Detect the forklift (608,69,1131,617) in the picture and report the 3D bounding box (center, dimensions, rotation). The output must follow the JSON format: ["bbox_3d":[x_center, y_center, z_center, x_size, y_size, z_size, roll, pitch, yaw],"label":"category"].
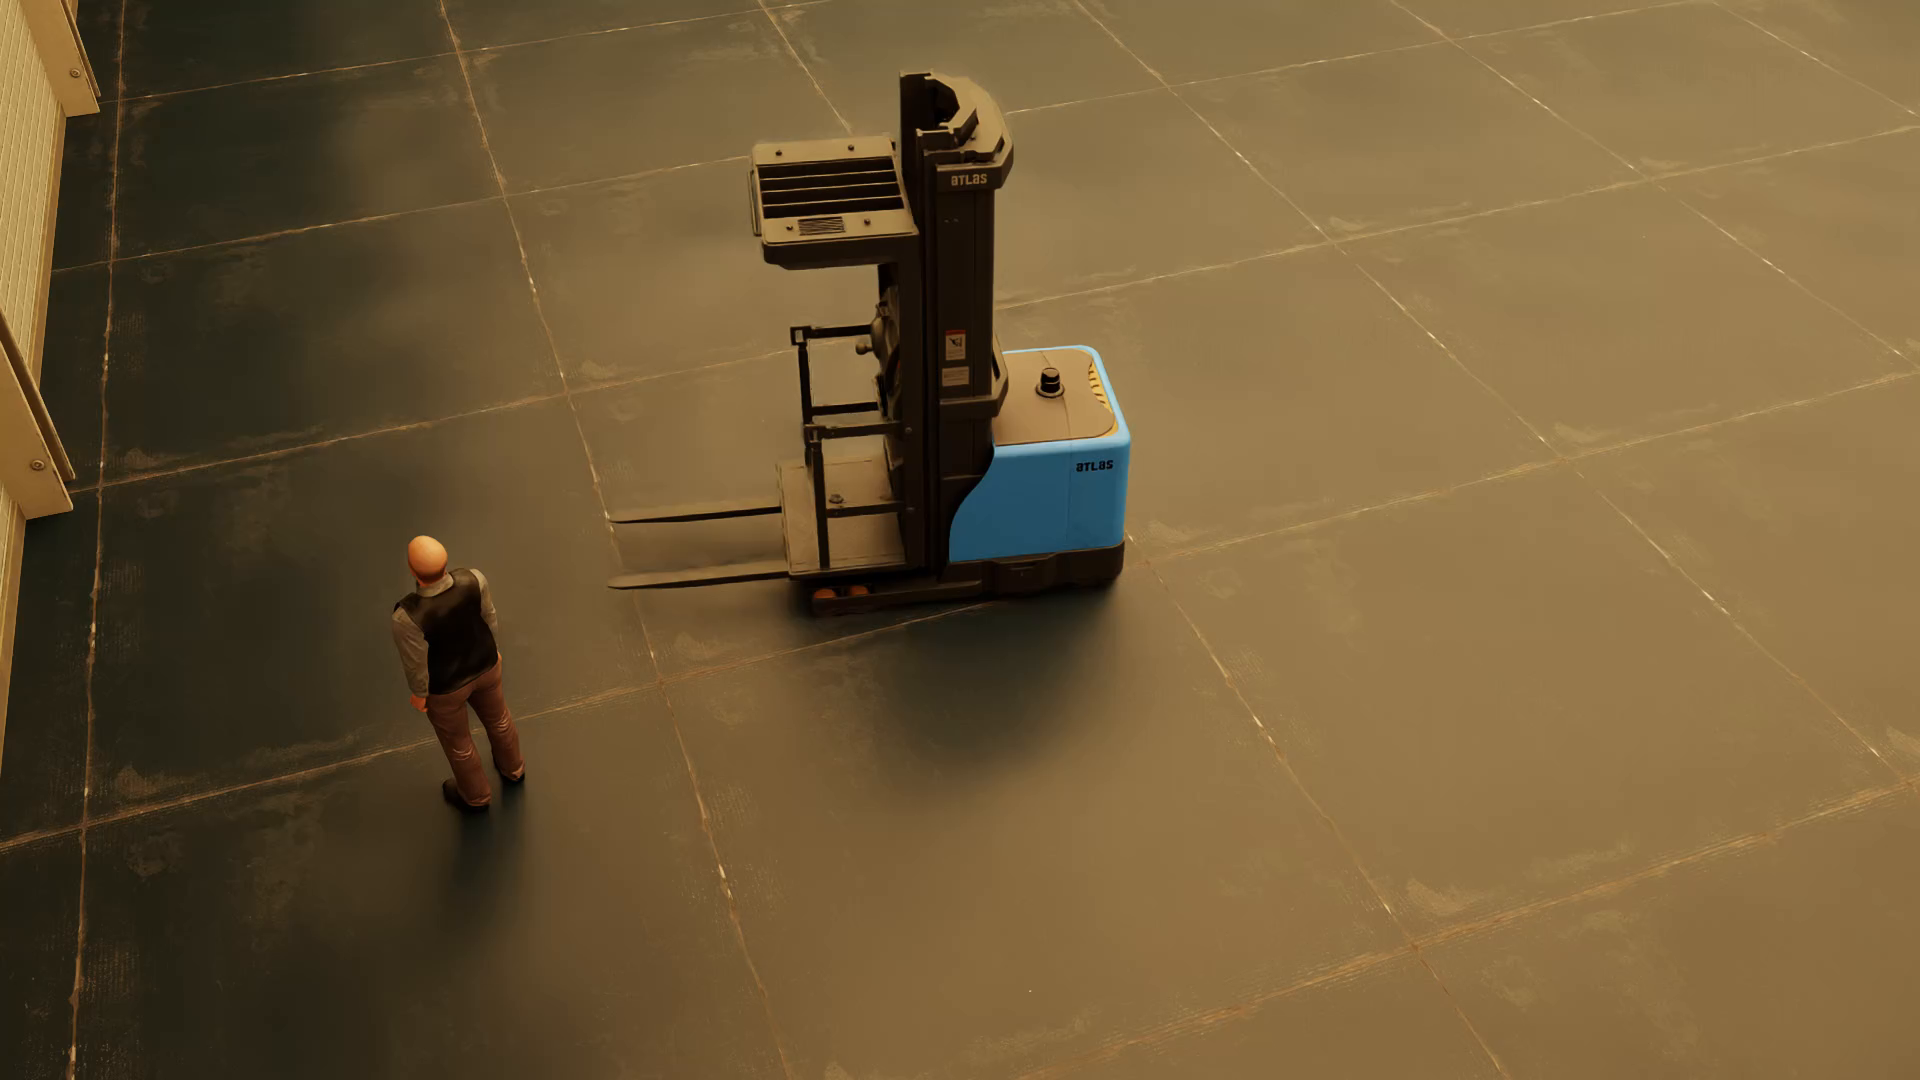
[{"bbox_3d":[-0.588,-1.037,9.231,3.031,2.935,1.130,-6,40,-7],"label":"forklift"}]

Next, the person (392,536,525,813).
[{"bbox_3d":[-2.485,0.648,8.166,0.375,1.724,0.525,29,48,30],"label":"person"}]
